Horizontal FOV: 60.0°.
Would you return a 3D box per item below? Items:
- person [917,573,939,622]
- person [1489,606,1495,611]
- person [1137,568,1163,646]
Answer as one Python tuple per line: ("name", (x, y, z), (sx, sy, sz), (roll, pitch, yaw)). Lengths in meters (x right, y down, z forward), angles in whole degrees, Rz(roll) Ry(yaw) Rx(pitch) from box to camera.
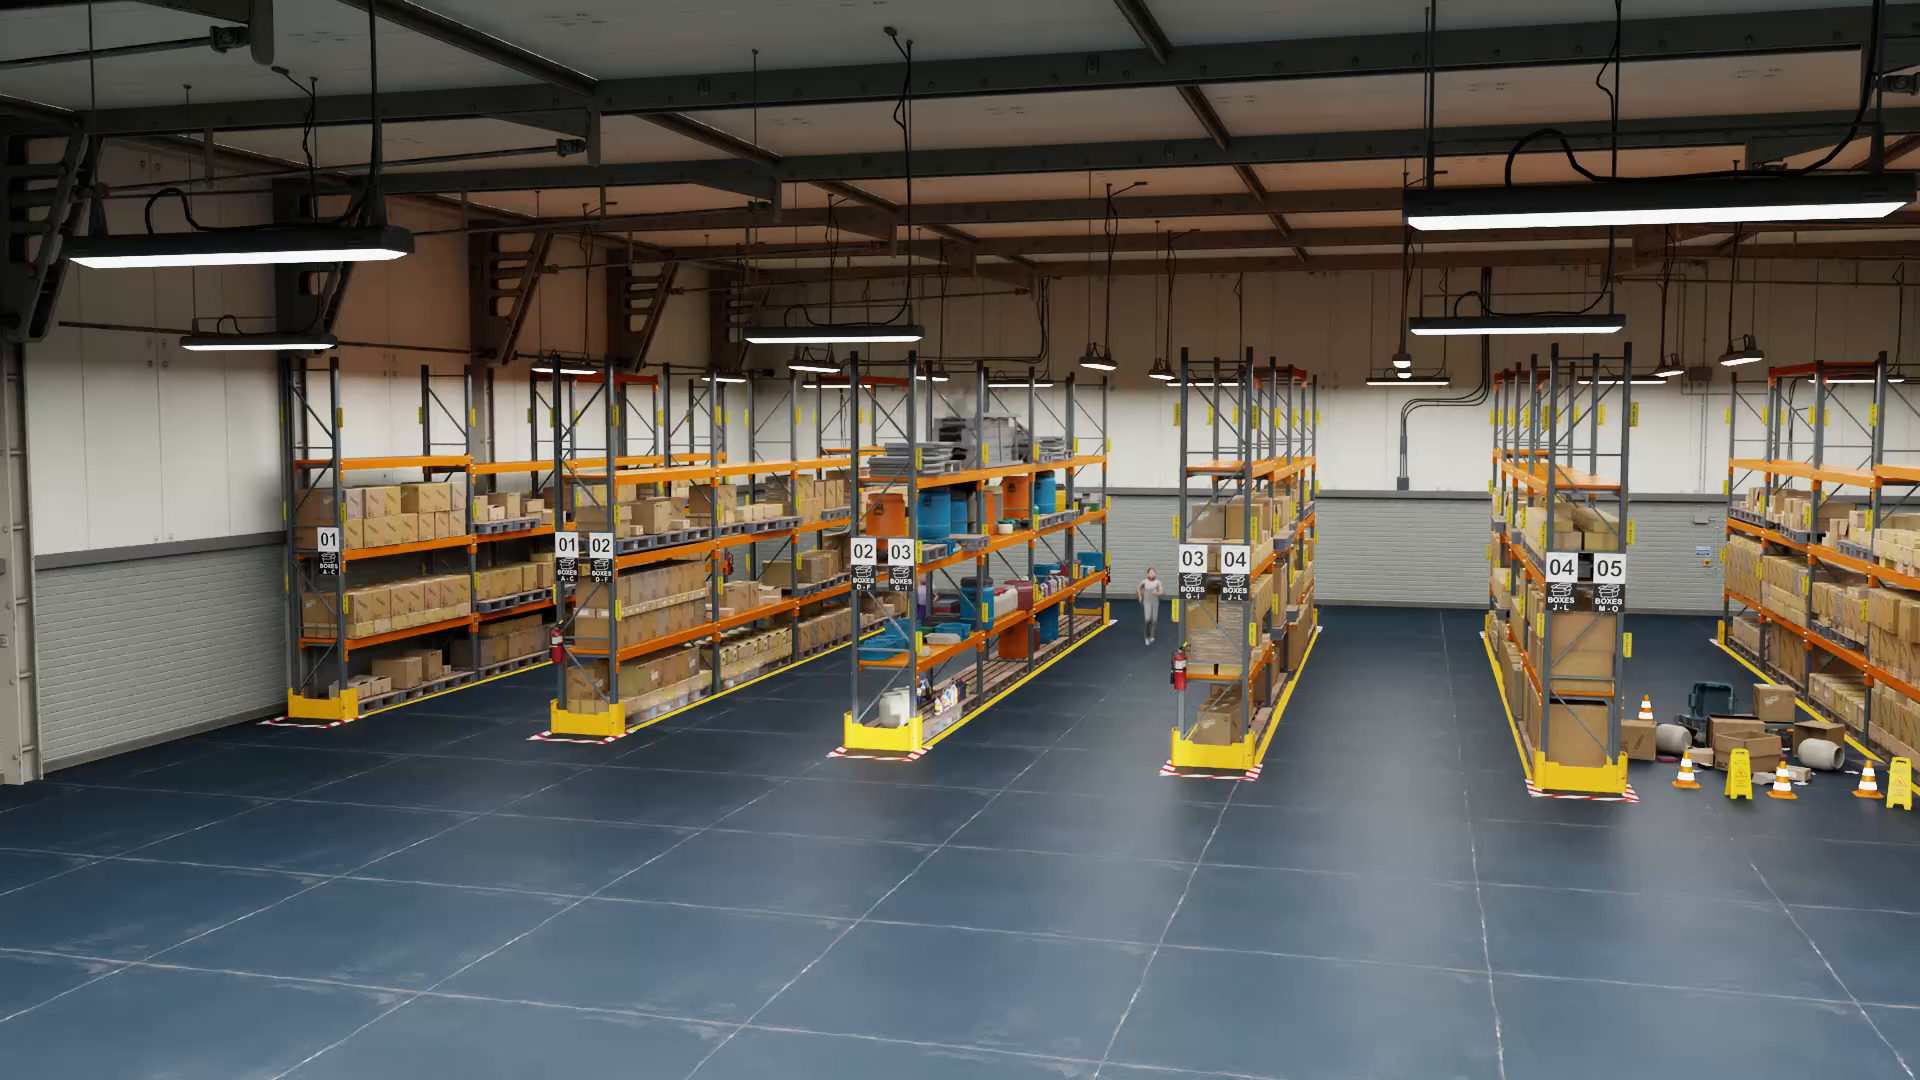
("person", (-0.778, 1.532, 36.336), (0.598, 1.601, 0.557), (0, 4, 4))
("person", (12.785, 1.316, 39.072), (0.695, 1.693, 0.636), (2, 5, 22))
("person", (4.215, 1.469, 36.772), (0.531, 1.718, 0.719), (0, 4, -2))
